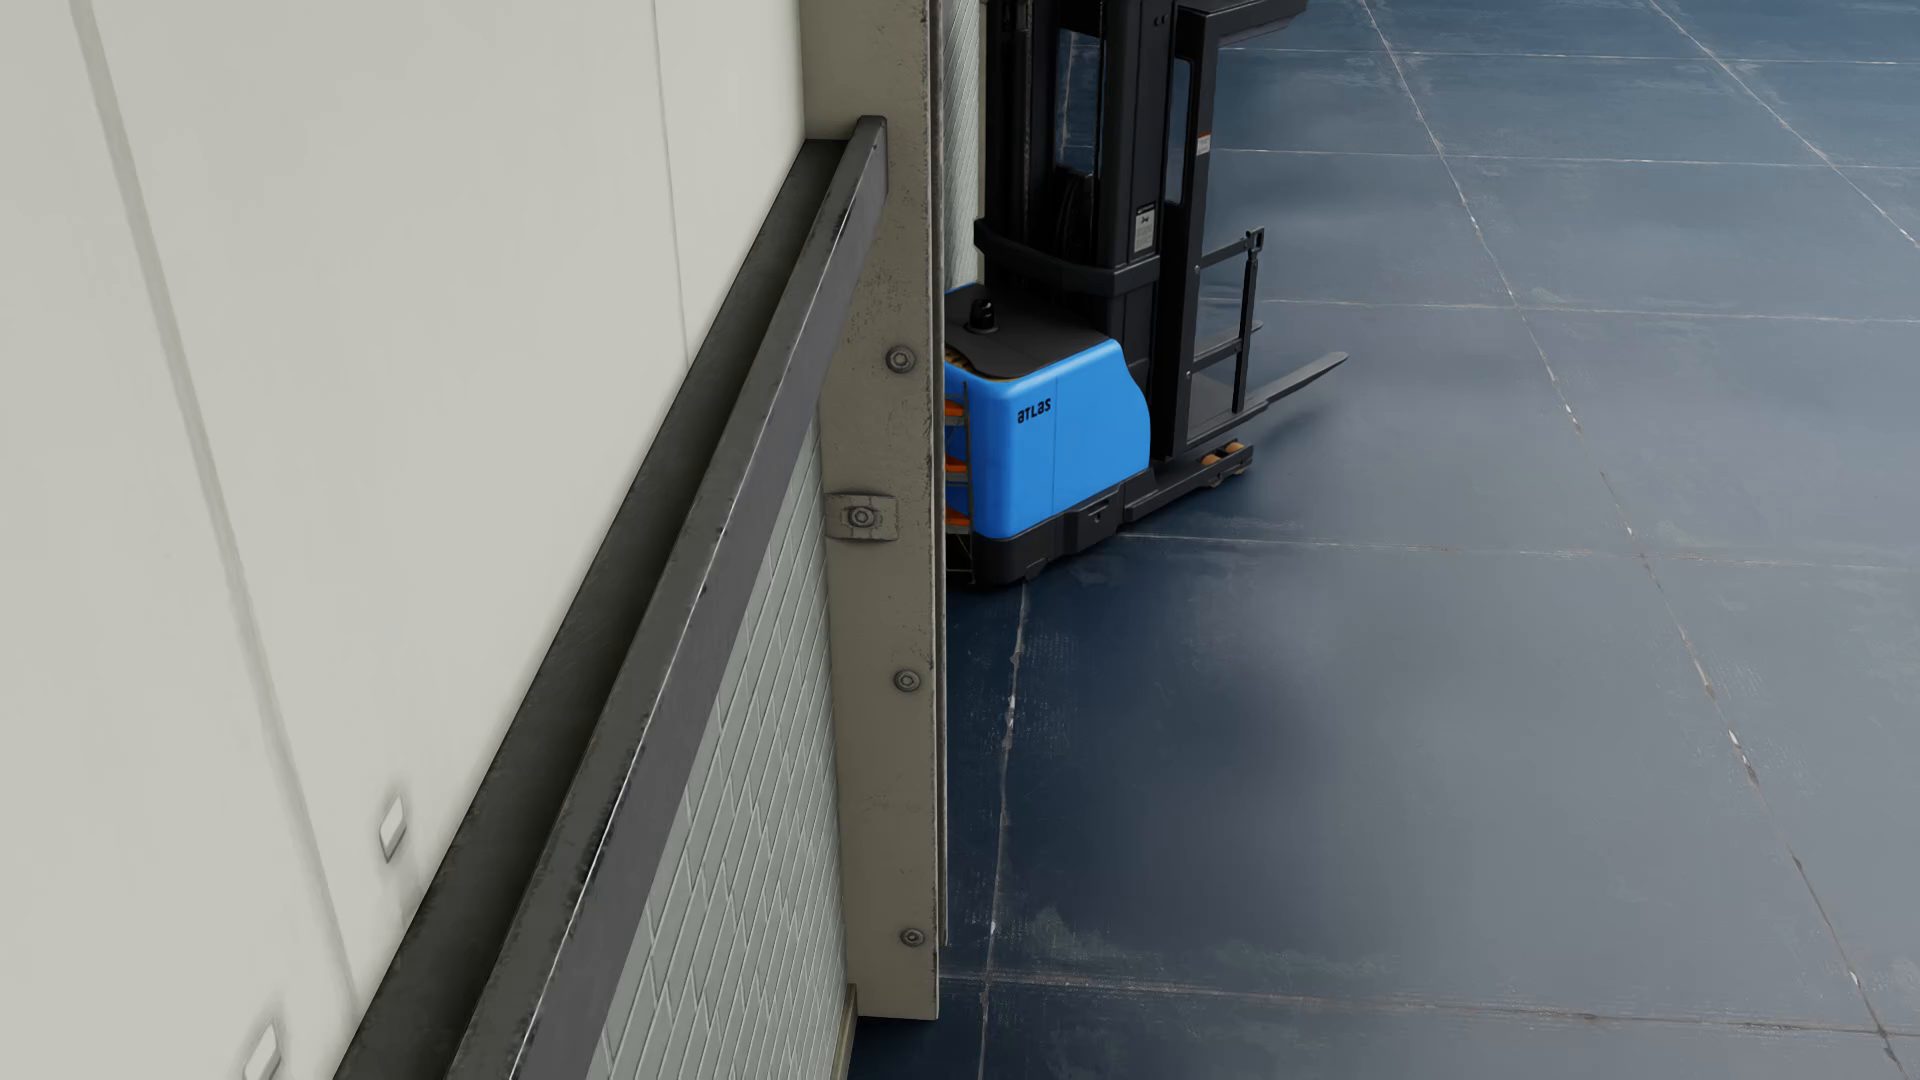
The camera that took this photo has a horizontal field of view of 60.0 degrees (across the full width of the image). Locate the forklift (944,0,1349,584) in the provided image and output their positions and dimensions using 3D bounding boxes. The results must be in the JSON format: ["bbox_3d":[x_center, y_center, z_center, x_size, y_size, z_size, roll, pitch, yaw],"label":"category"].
[{"bbox_3d":[0.911,-1.702,8.219,3.031,2.935,1.130,-27,40,-36],"label":"forklift"}]

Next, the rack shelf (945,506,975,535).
[{"bbox_3d":[-0.015,-0.061,7.860,0.215,0.259,0.240,2,30,9],"label":"rack shelf"}]

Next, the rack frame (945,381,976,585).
[{"bbox_3d":[-0.046,-0.250,7.612,0.200,1.050,0.008,2,30,9],"label":"rack frame"}]

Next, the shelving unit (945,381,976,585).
[{"bbox_3d":[-0.028,-0.311,7.716,0.215,1.050,0.252,2,30,9],"label":"shelving unit"}]

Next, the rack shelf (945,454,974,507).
[{"bbox_3d":[-0.027,-0.301,7.721,0.215,0.259,0.240,2,30,9],"label":"rack shelf"}]

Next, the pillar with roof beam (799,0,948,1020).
[{"bbox_3d":[4.076,-2.135,3.137,9.100,9.000,0.400,2,32,4],"label":"pillar with roof beam"}]

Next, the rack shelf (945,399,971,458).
[{"bbox_3d":[-0.039,-0.547,7.580,0.215,0.259,0.240,2,30,9],"label":"rack shelf"}]

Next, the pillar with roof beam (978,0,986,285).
[{"bbox_3d":[4.565,-5.273,8.228,9.100,9.000,0.400,2,32,4],"label":"pillar with roof beam"}]
